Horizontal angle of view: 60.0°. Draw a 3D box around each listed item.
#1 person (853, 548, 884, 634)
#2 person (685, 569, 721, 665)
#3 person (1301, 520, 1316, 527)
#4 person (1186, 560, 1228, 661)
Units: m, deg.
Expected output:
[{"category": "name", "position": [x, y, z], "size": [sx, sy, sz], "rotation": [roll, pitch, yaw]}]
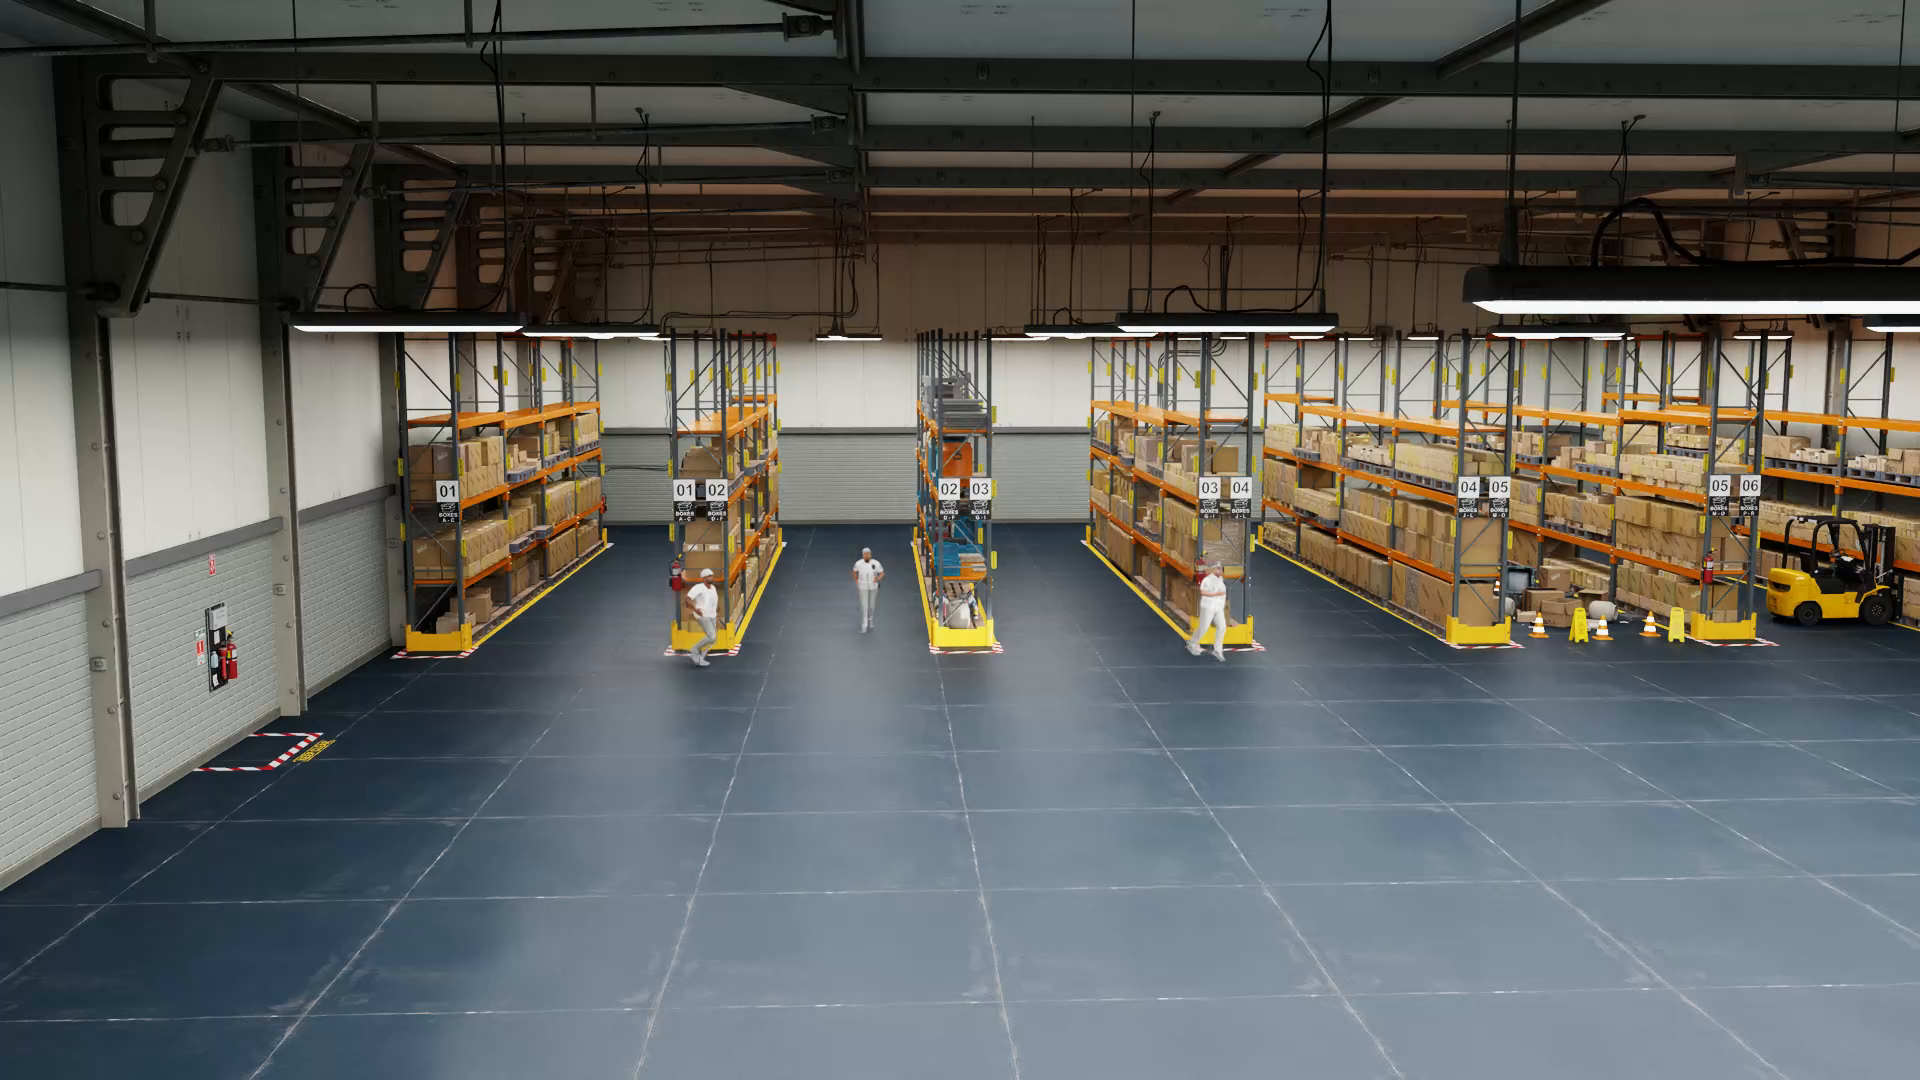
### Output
[{"category": "person", "position": [-1.823, 1.009, 33.229], "size": [0.612, 1.736, 0.704], "rotation": [-1, 7, -6]}, {"category": "person", "position": [-4.503, 1.373, 29.677], "size": [0.516, 1.718, 0.734], "rotation": [4, 8, 28]}, {"category": "person", "position": [10.245, -0.924, 48.934], "size": [0.715, 1.827, 0.659], "rotation": [-1, 7, -9]}, {"category": "person", "position": [4.591, 1.277, 30.383], "size": [0.663, 1.845, 0.812], "rotation": [-6, 9, -40]}]
